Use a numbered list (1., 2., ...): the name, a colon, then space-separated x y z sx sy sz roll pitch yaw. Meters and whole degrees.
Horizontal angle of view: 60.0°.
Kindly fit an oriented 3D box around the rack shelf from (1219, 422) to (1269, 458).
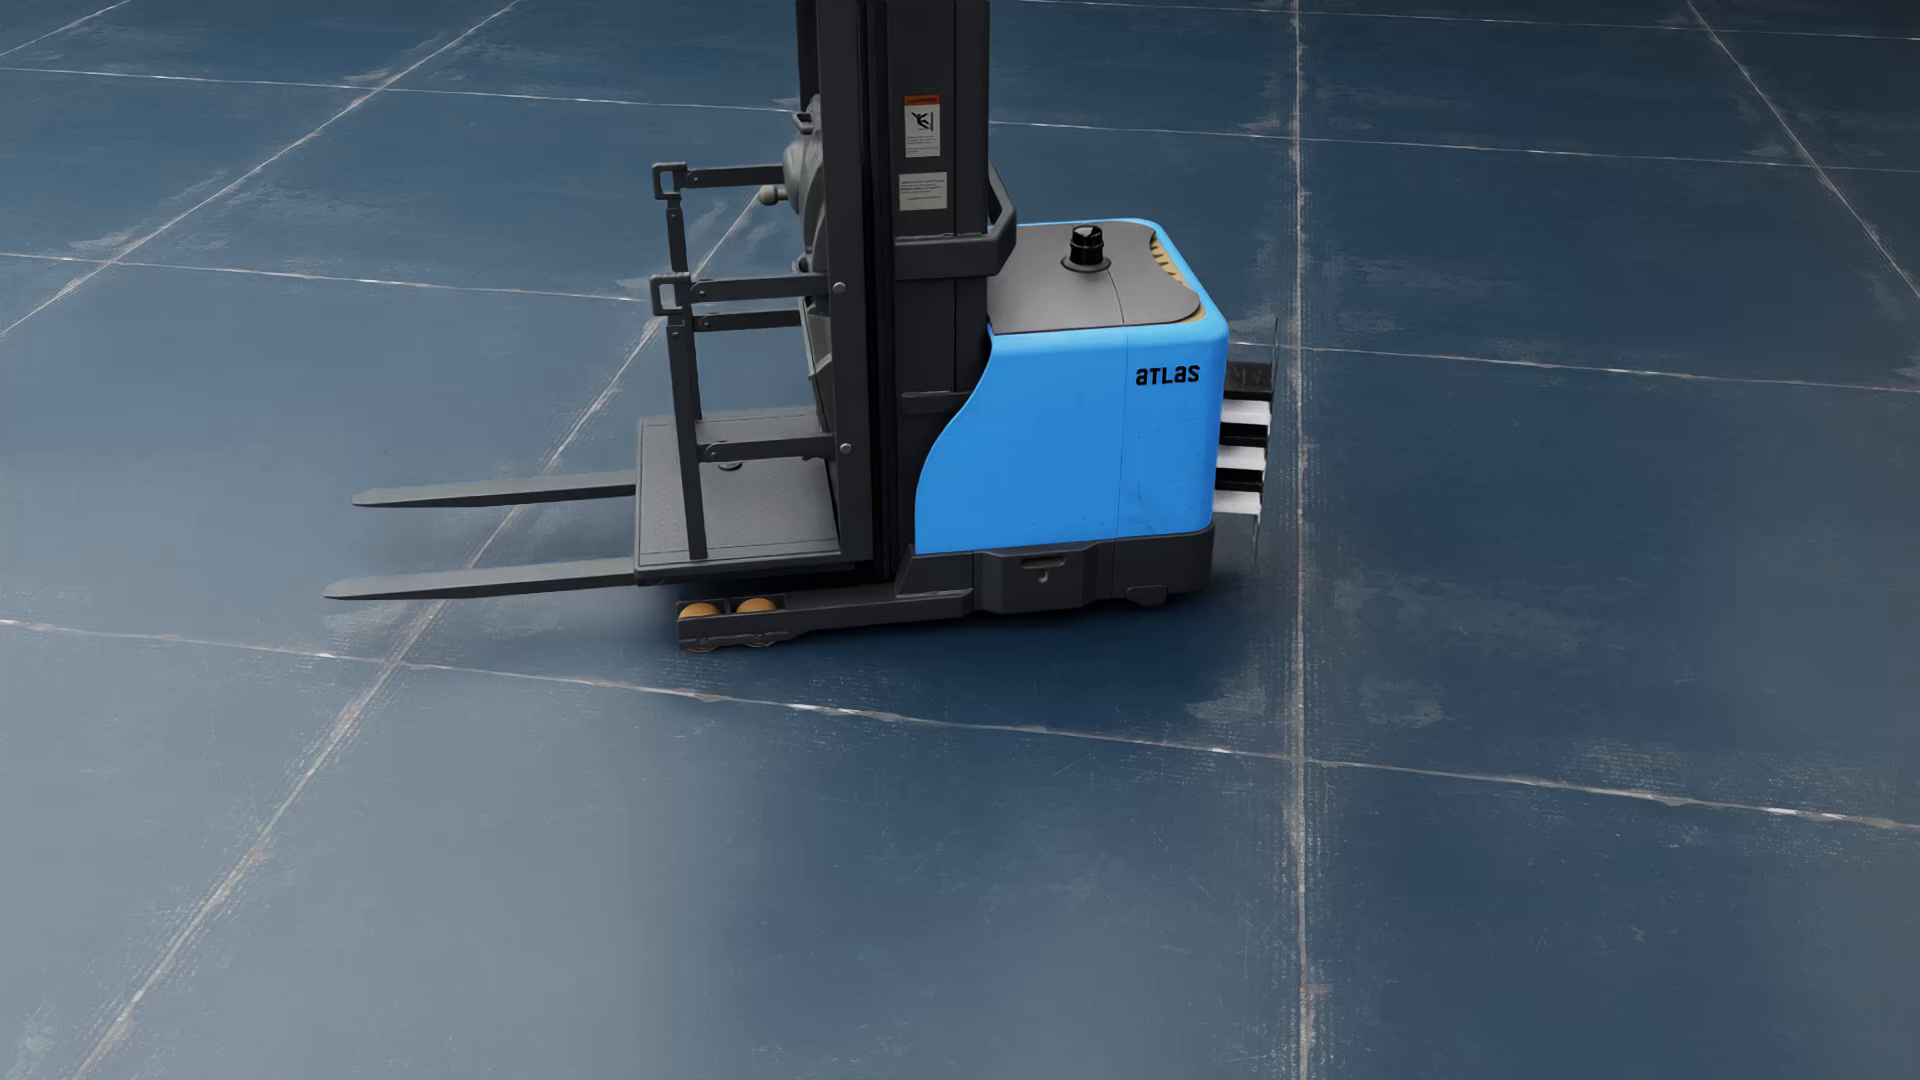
1. rack shelf: 0.989 -0.390 5.916 0.200 0.077 0.258 4 32 6

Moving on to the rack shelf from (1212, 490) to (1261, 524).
1. rack shelf: 0.989 -0.160 6.057 0.200 0.077 0.258 4 32 6

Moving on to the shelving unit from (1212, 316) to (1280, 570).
1. shelving unit: 0.989 -0.342 5.946 0.210 0.900 0.258 4 32 6

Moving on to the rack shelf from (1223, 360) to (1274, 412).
1. rack shelf: 0.990 -0.544 5.822 0.200 0.077 0.258 4 32 6

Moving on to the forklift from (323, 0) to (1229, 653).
1. forklift: -0.674 -1.161 5.343 3.031 2.935 1.130 -5 32 -7

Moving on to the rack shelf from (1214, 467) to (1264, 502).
1. rack shelf: 0.989 -0.237 6.010 0.200 0.077 0.258 4 32 6

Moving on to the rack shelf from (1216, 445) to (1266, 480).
1. rack shelf: 0.989 -0.314 5.963 0.200 0.077 0.258 4 32 6

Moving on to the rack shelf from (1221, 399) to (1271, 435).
1. rack shelf: 0.989 -0.467 5.869 0.200 0.077 0.258 4 32 6

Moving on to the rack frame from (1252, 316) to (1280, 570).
1. rack frame: 1.090 -0.335 5.935 0.006 0.900 0.240 4 32 6
